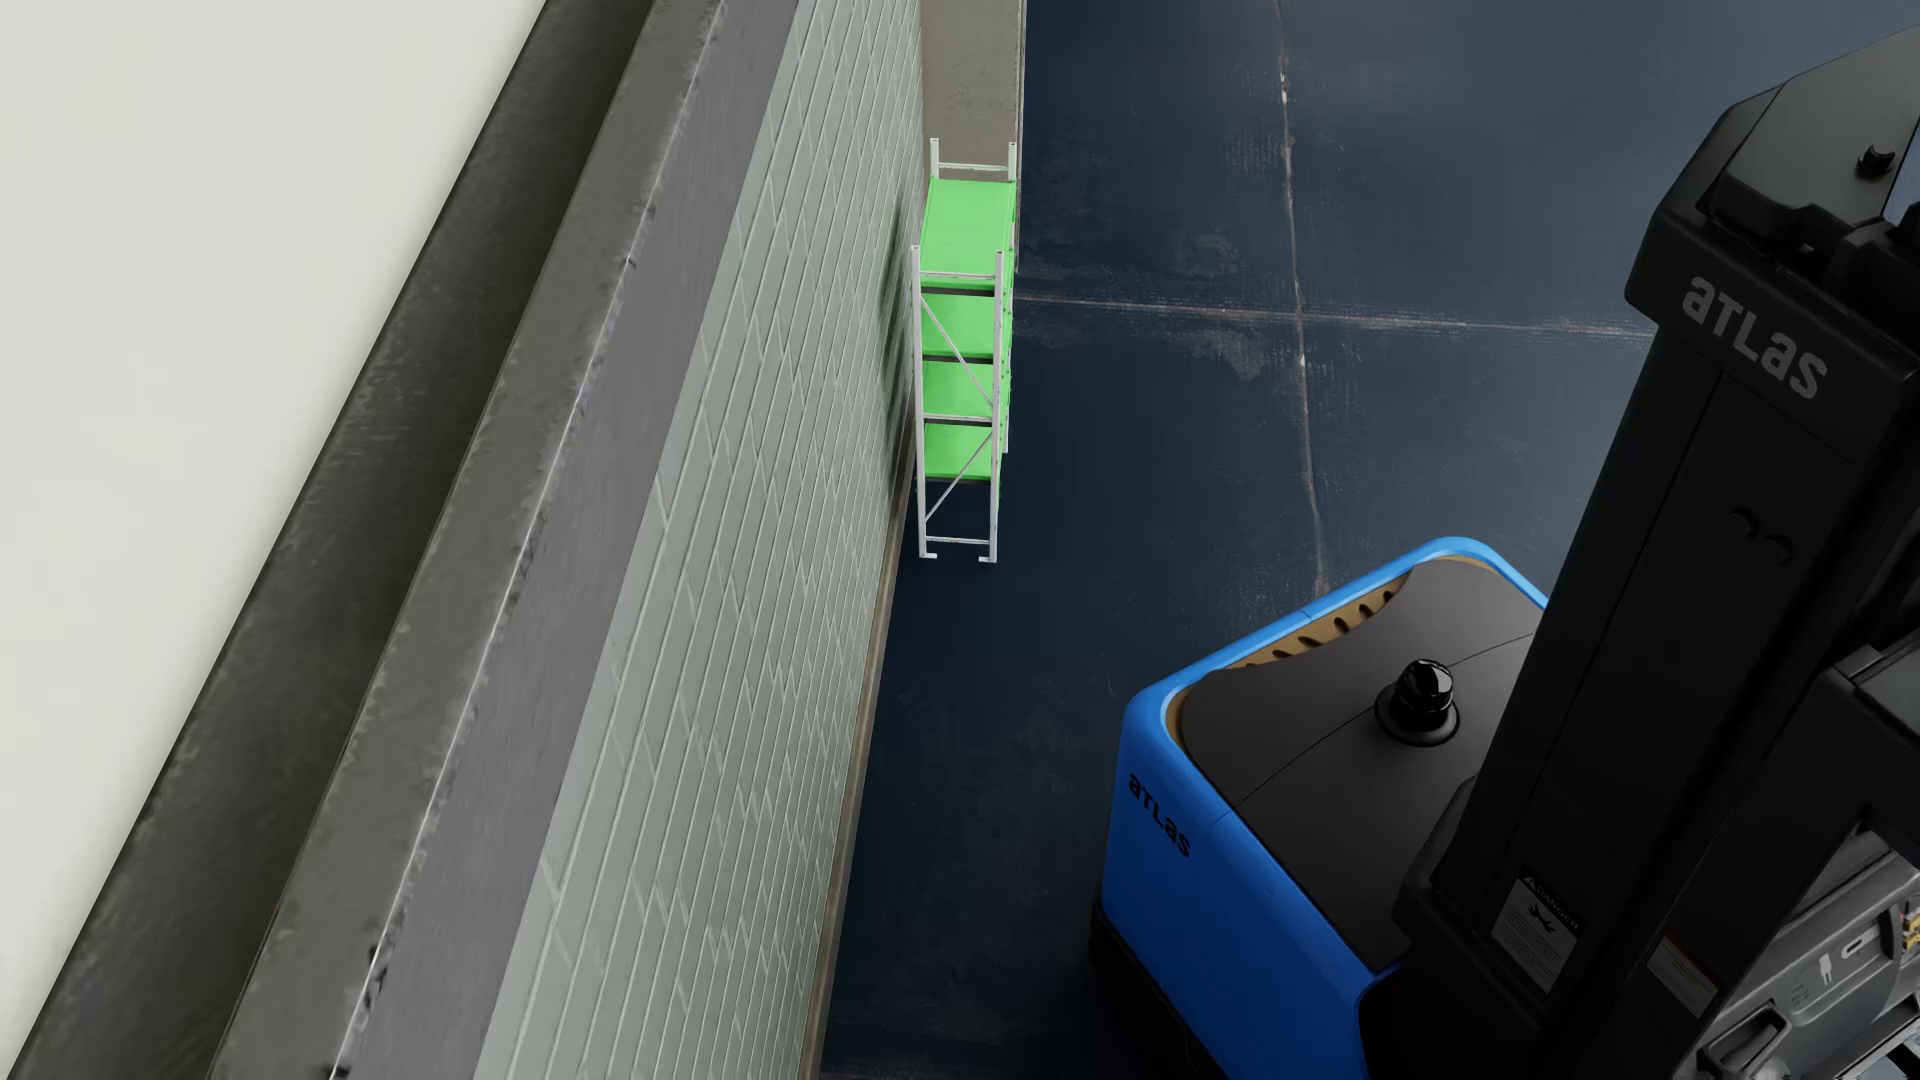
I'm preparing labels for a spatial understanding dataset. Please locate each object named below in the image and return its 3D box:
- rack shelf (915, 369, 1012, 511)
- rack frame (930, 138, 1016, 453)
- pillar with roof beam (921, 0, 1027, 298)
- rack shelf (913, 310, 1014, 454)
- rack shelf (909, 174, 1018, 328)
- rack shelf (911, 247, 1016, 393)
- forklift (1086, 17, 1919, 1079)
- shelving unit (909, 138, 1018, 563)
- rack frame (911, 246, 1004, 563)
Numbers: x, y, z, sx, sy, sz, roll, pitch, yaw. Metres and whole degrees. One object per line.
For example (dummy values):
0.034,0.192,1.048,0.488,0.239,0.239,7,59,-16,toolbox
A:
0.015,-0.321,5.143,0.258,0.148,0.480,4,48,4,rack shelf
0.037,-0.706,5.083,0.240,1.200,0.015,4,48,4,rack frame
4.331,-3.639,2.480,9.100,9.000,0.400,4,48,4,pillar with roof beam
0.015,-0.483,4.966,0.258,0.148,0.480,4,48,4,rack shelf
0.015,-0.807,4.611,0.258,0.148,0.480,4,48,4,rack shelf
0.015,-0.645,4.789,0.258,0.148,0.480,4,48,4,rack shelf
1.522,0.810,2.523,1.130,2.935,3.031,-24,52,-21,forklift
0.015,-0.527,4.919,0.258,1.200,0.503,4,48,4,shelving unit
-0.007,-0.347,4.755,0.240,1.200,0.015,4,48,4,rack frame
